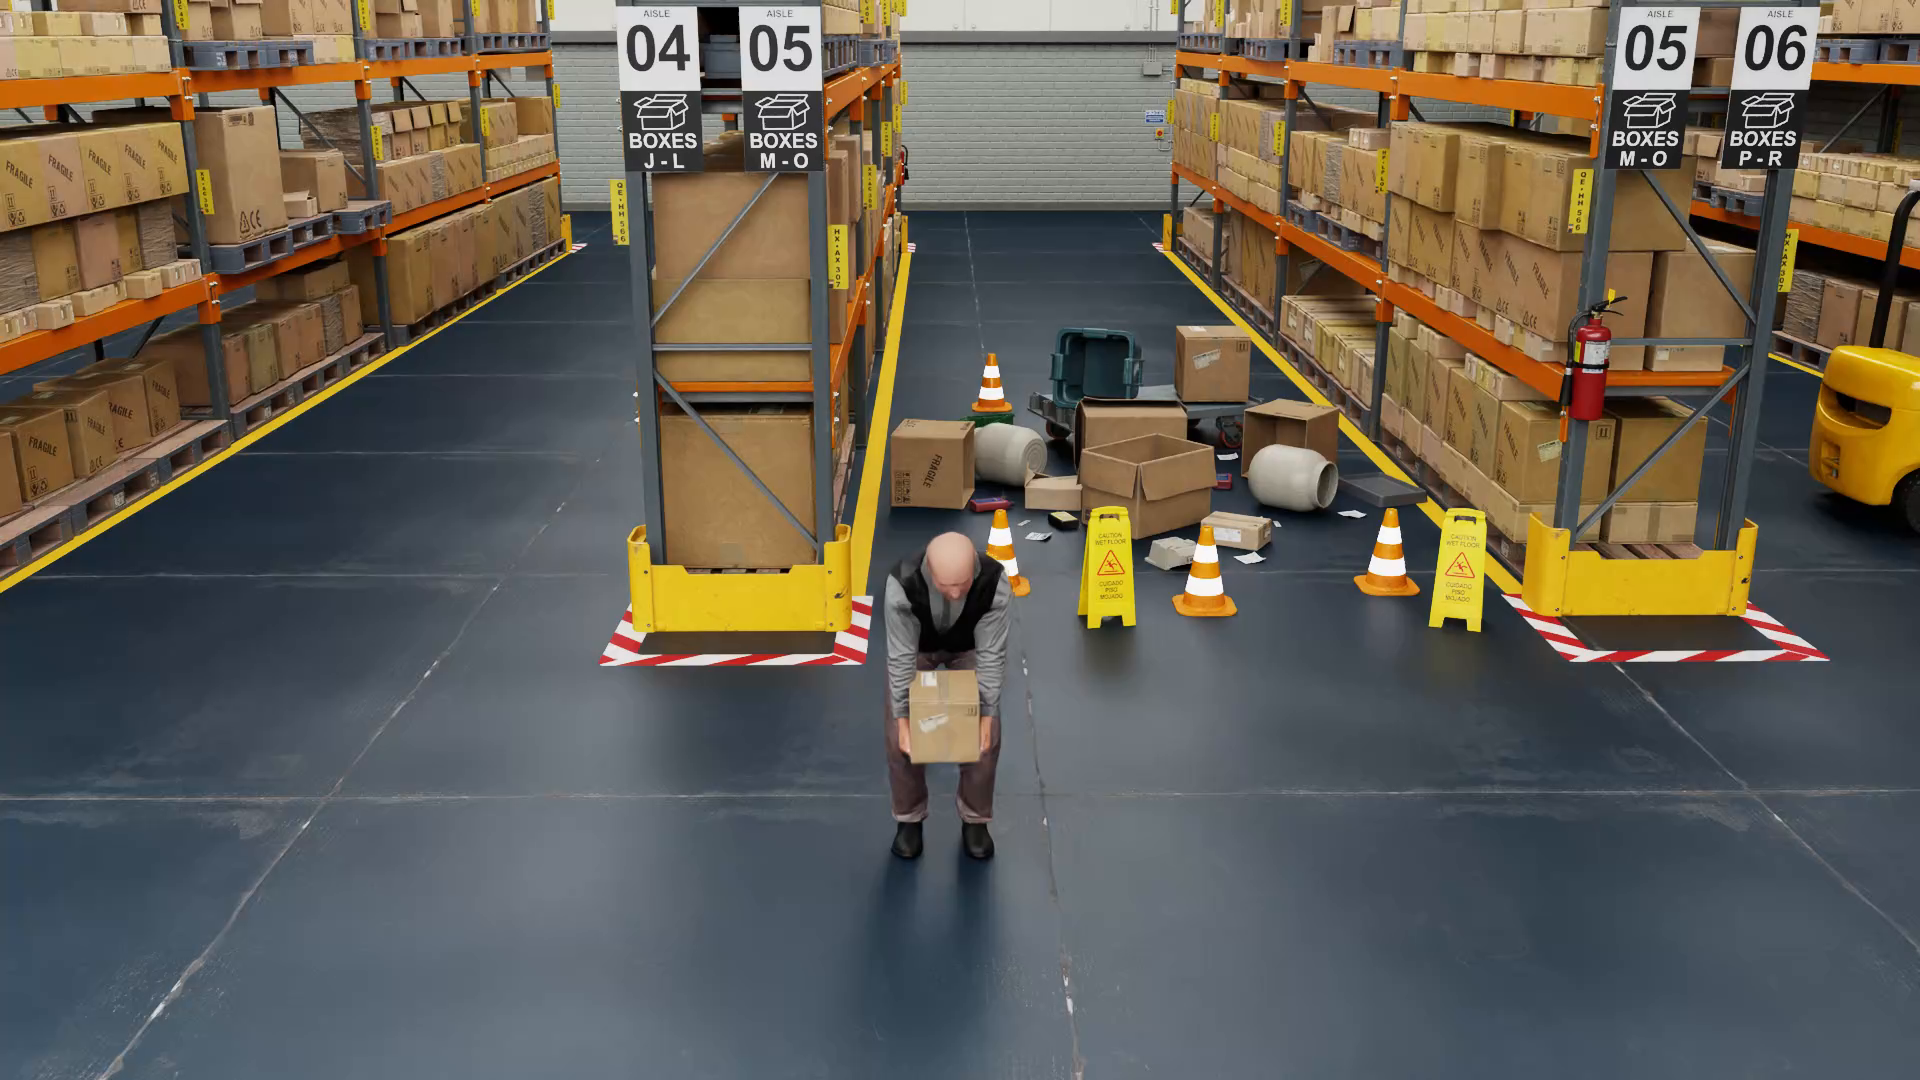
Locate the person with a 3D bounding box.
[{"bbox_3d":[-0.050,0.569,6.226,0.472,1.434,0.832,-1,17,-2],"label":"person"}]
